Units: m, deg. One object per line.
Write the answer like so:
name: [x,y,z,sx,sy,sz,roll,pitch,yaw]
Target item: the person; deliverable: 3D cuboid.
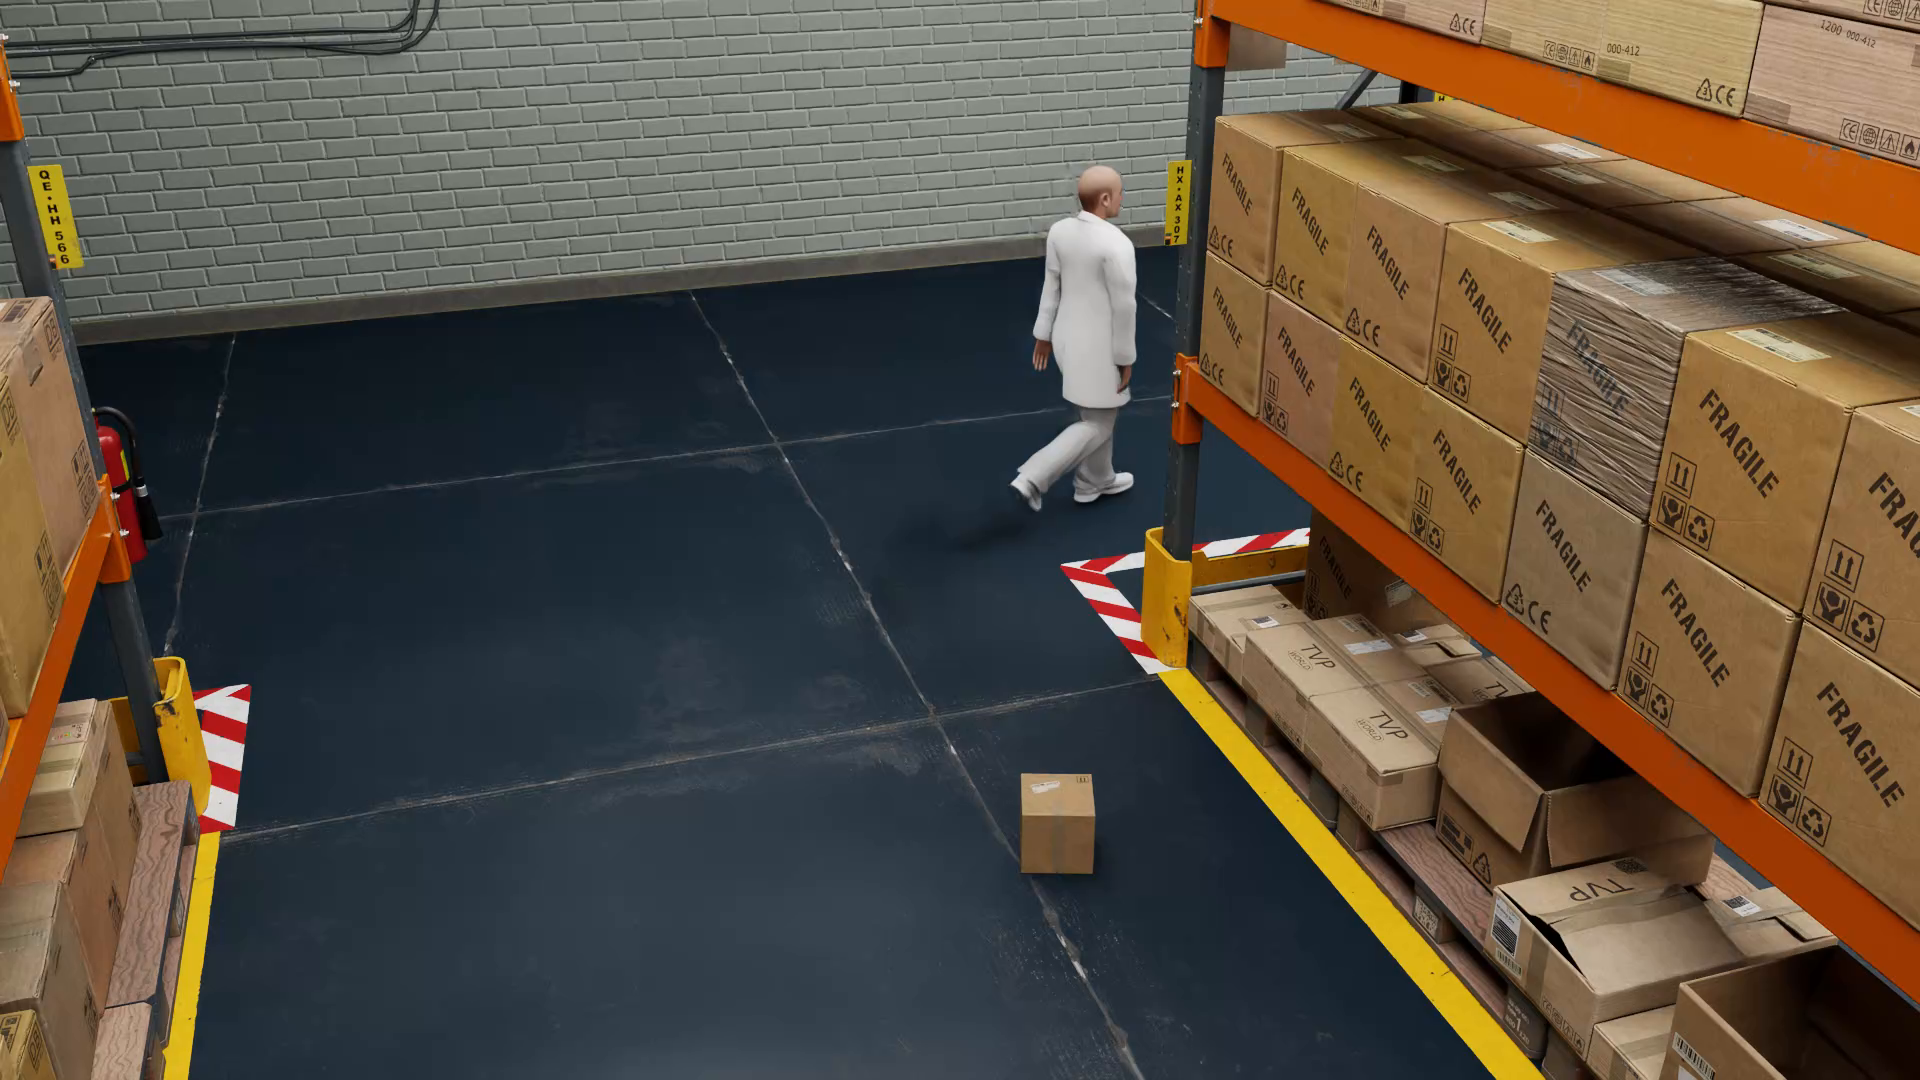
person: [0.580,-0.924,8.010,0.905,1.745,0.635,-17,31,-31]
